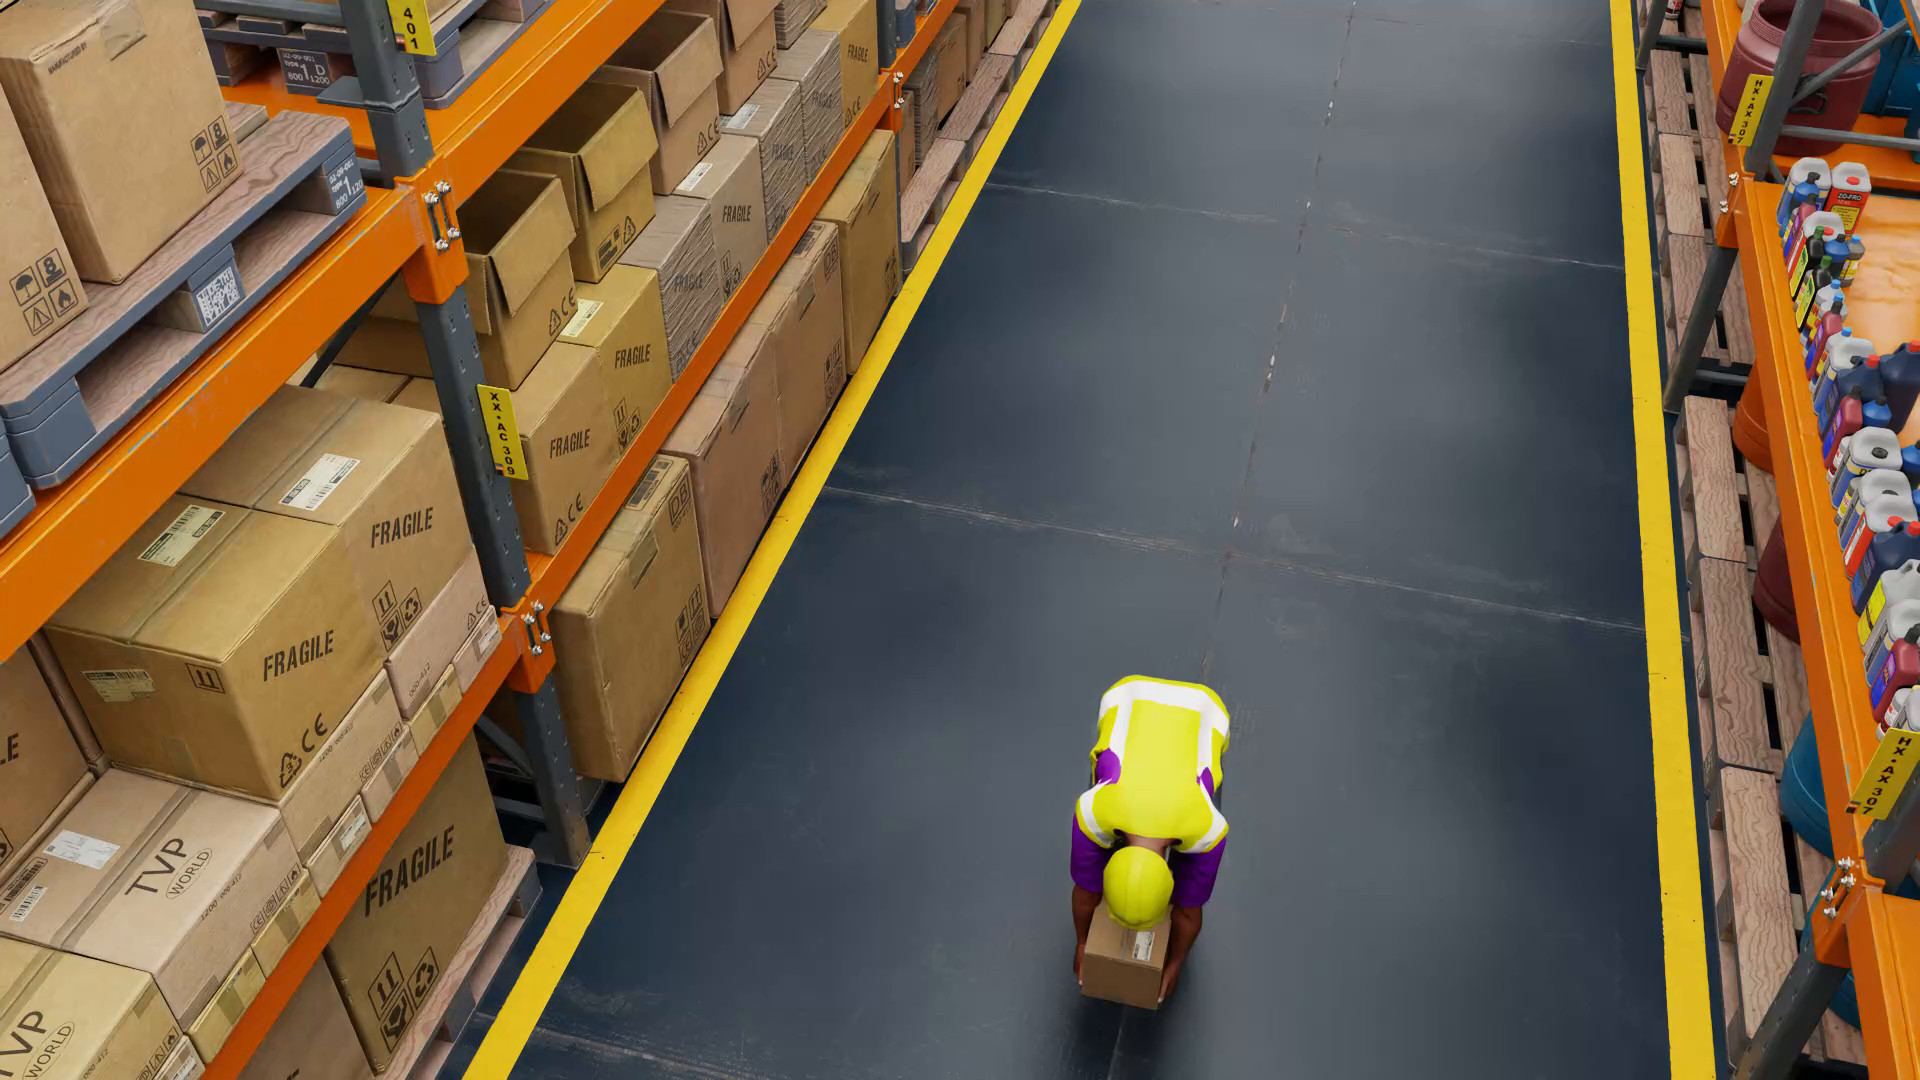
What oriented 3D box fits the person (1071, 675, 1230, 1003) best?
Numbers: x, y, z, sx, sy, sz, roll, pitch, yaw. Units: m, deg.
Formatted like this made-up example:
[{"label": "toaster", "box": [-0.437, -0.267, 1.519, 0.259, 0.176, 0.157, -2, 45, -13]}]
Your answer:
[{"label": "person", "box": [0.607, 1.065, 5.430, 0.483, 1.076, 0.982, 8, 41, 10]}]
